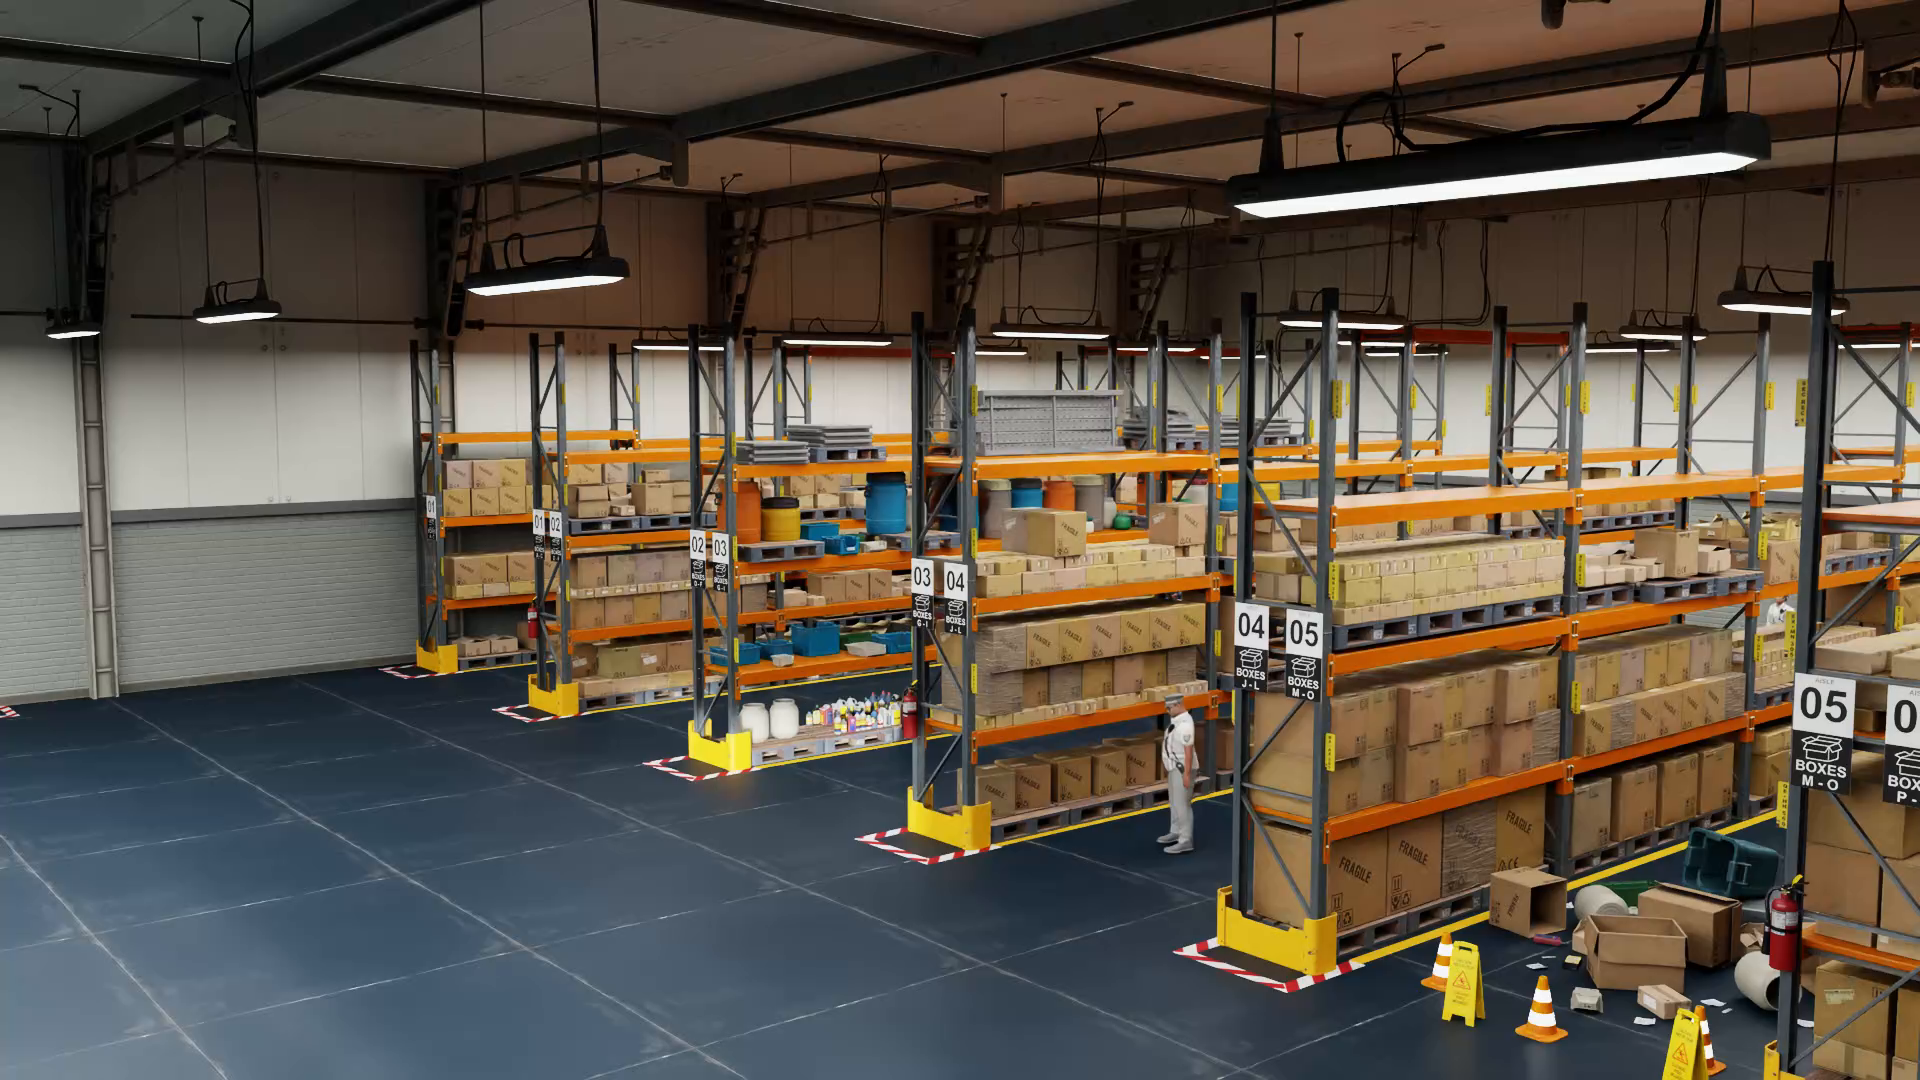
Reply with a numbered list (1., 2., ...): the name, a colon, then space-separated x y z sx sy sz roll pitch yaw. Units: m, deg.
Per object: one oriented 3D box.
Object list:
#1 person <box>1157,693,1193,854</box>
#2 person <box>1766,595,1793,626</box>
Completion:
1. person: 2.410 2.579 18.580 0.369 1.746 0.558 0 5 2
2. person: 14.269 1.655 28.910 0.707 1.652 0.504 -5 7 -41
